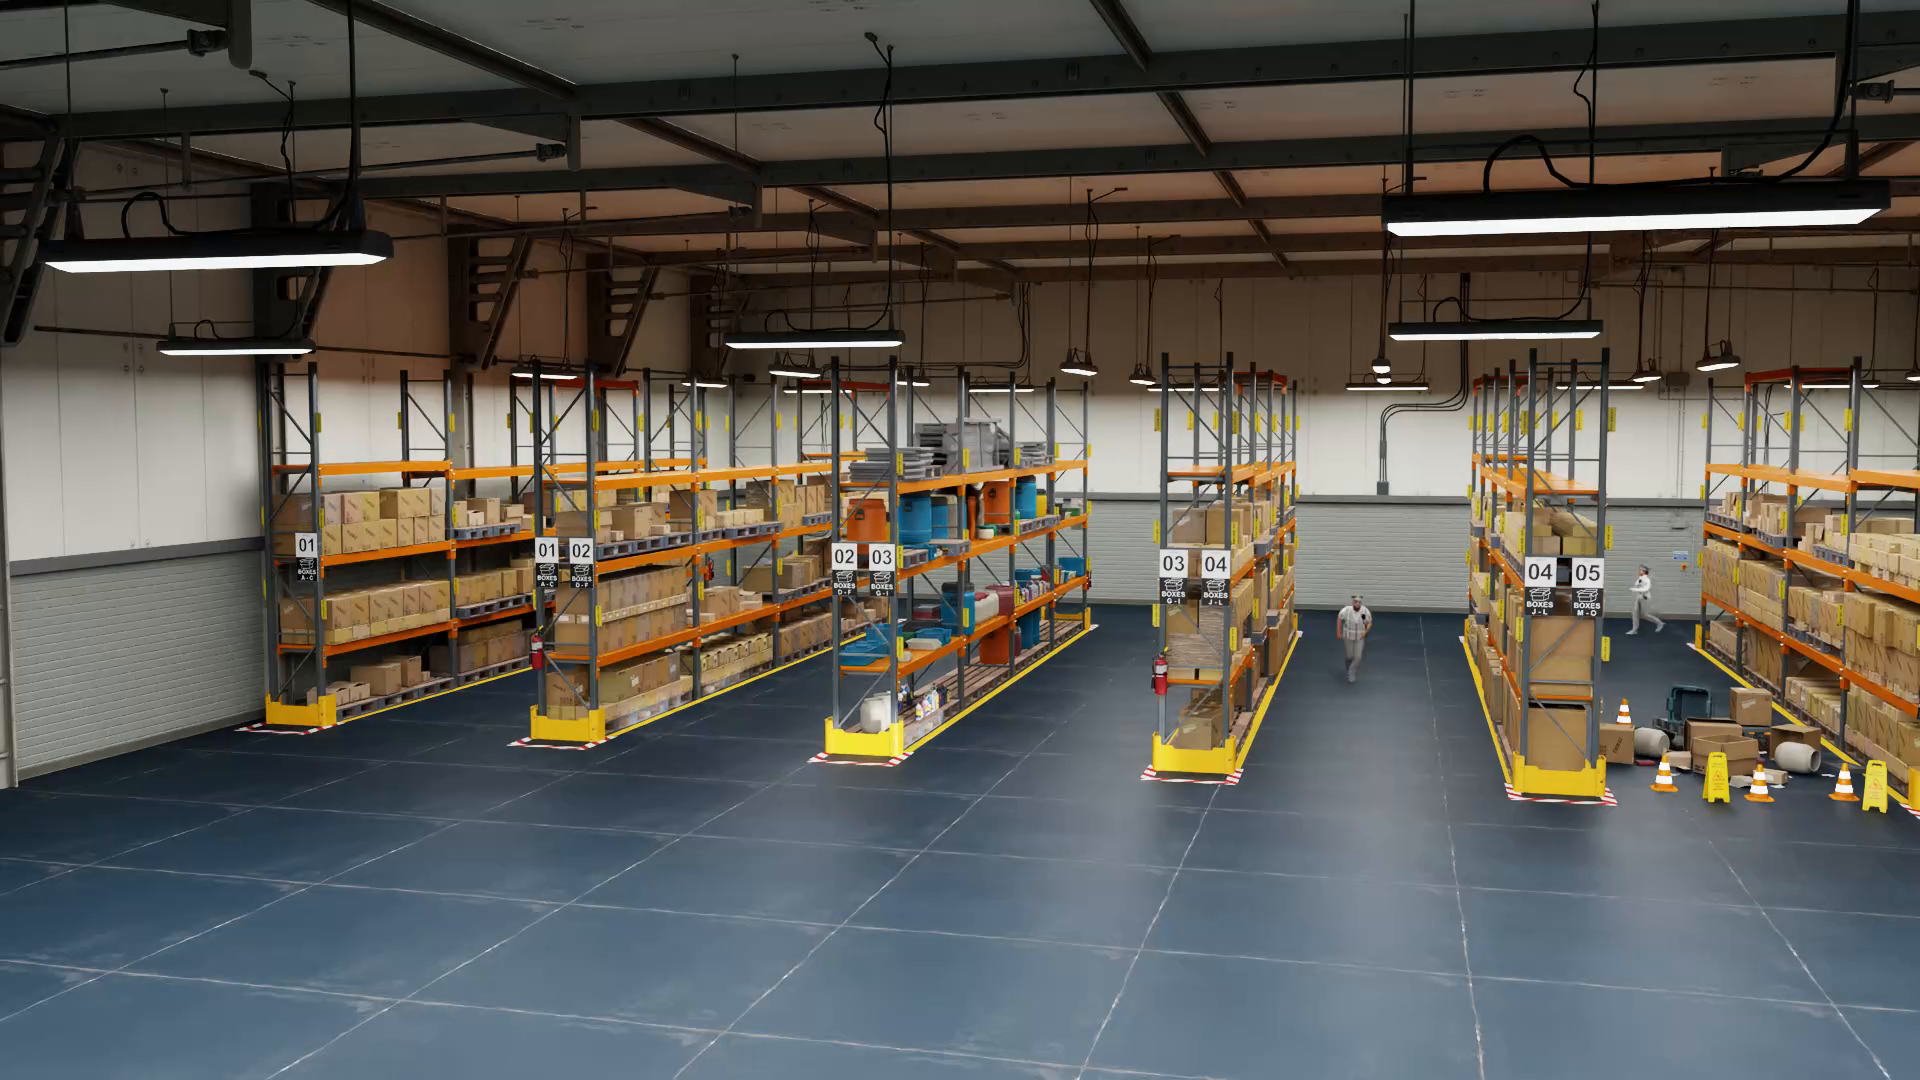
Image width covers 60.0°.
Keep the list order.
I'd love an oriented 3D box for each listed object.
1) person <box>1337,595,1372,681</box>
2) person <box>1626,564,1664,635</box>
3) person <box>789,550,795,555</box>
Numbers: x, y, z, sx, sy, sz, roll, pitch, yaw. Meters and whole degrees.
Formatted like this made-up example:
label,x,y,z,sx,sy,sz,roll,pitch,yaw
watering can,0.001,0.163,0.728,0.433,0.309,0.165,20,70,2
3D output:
label,x,y,z,sx,sy,sz,roll,pitch,yaw
person,7.677,1.886,32.365,0.649,1.703,0.660,0,4,-1
person,16.085,1.401,39.048,0.873,1.673,0.619,0,4,2
person,-4.521,1.082,44.221,0.649,1.641,0.669,3,5,38
